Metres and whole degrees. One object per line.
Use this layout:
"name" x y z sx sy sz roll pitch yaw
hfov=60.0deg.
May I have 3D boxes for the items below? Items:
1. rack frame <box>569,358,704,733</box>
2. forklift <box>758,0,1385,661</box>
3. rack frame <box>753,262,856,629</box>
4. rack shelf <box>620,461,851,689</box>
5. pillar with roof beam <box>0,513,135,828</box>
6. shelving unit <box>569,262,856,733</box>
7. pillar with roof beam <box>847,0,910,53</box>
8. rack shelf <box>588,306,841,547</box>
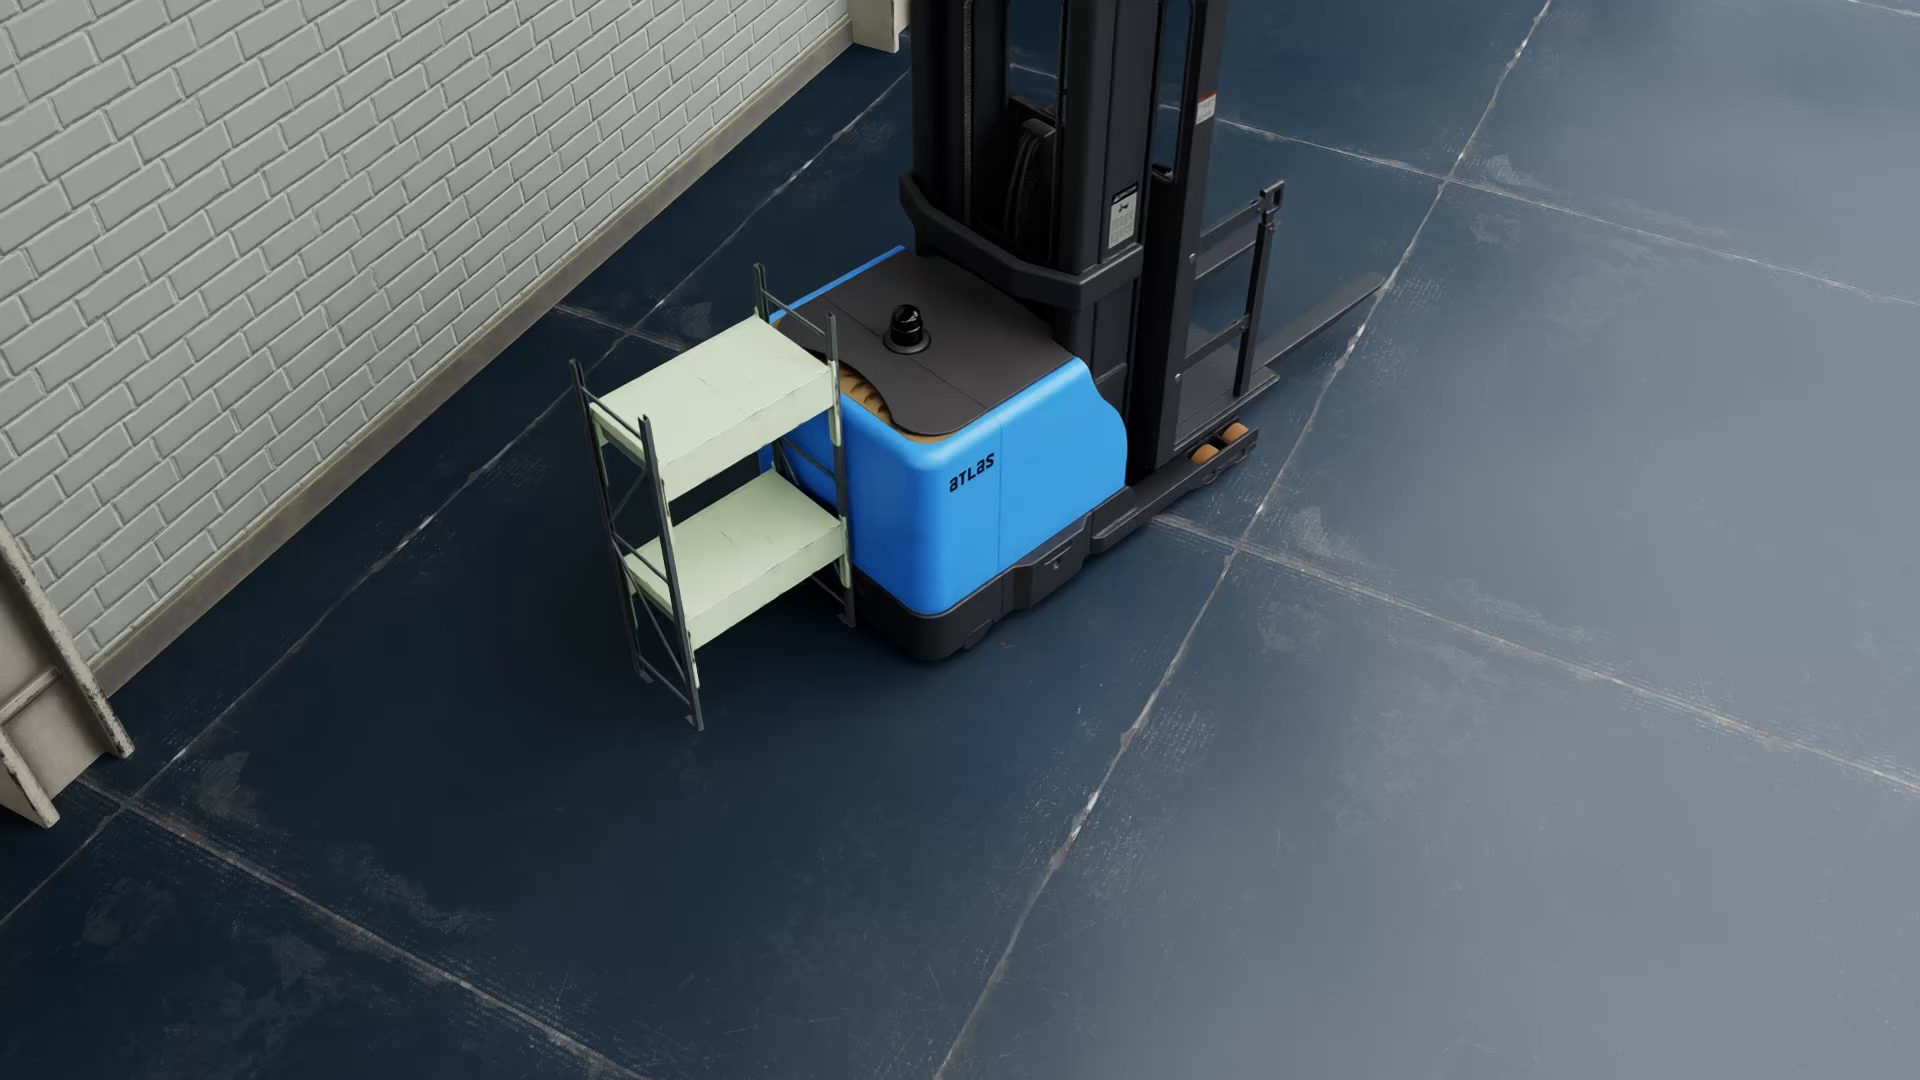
"rack frame" -1.078 0.066 5.631 0.023 1.500 0.400 -34 54 -29
"forklift" 0.622 -1.508 6.180 3.031 2.935 1.130 -34 54 -29
"rack frame" -0.547 -0.293 5.985 0.023 1.500 0.400 -34 54 -29
"rack shelf" -0.812 0.116 6.040 0.720 0.370 0.431 -34 54 -29
"pillar with roof beam" 0.609 -0.916 1.328 9.100 9.000 0.400 20 49 19
"shelving unit" -0.812 -0.113 5.808 0.755 1.500 0.431 -34 54 -29
"pillar with roof beam" 3.394 -4.696 5.064 9.100 9.000 0.400 20 49 19
"rack shelf" -0.812 -0.388 5.530 0.720 0.370 0.431 -34 54 -29
